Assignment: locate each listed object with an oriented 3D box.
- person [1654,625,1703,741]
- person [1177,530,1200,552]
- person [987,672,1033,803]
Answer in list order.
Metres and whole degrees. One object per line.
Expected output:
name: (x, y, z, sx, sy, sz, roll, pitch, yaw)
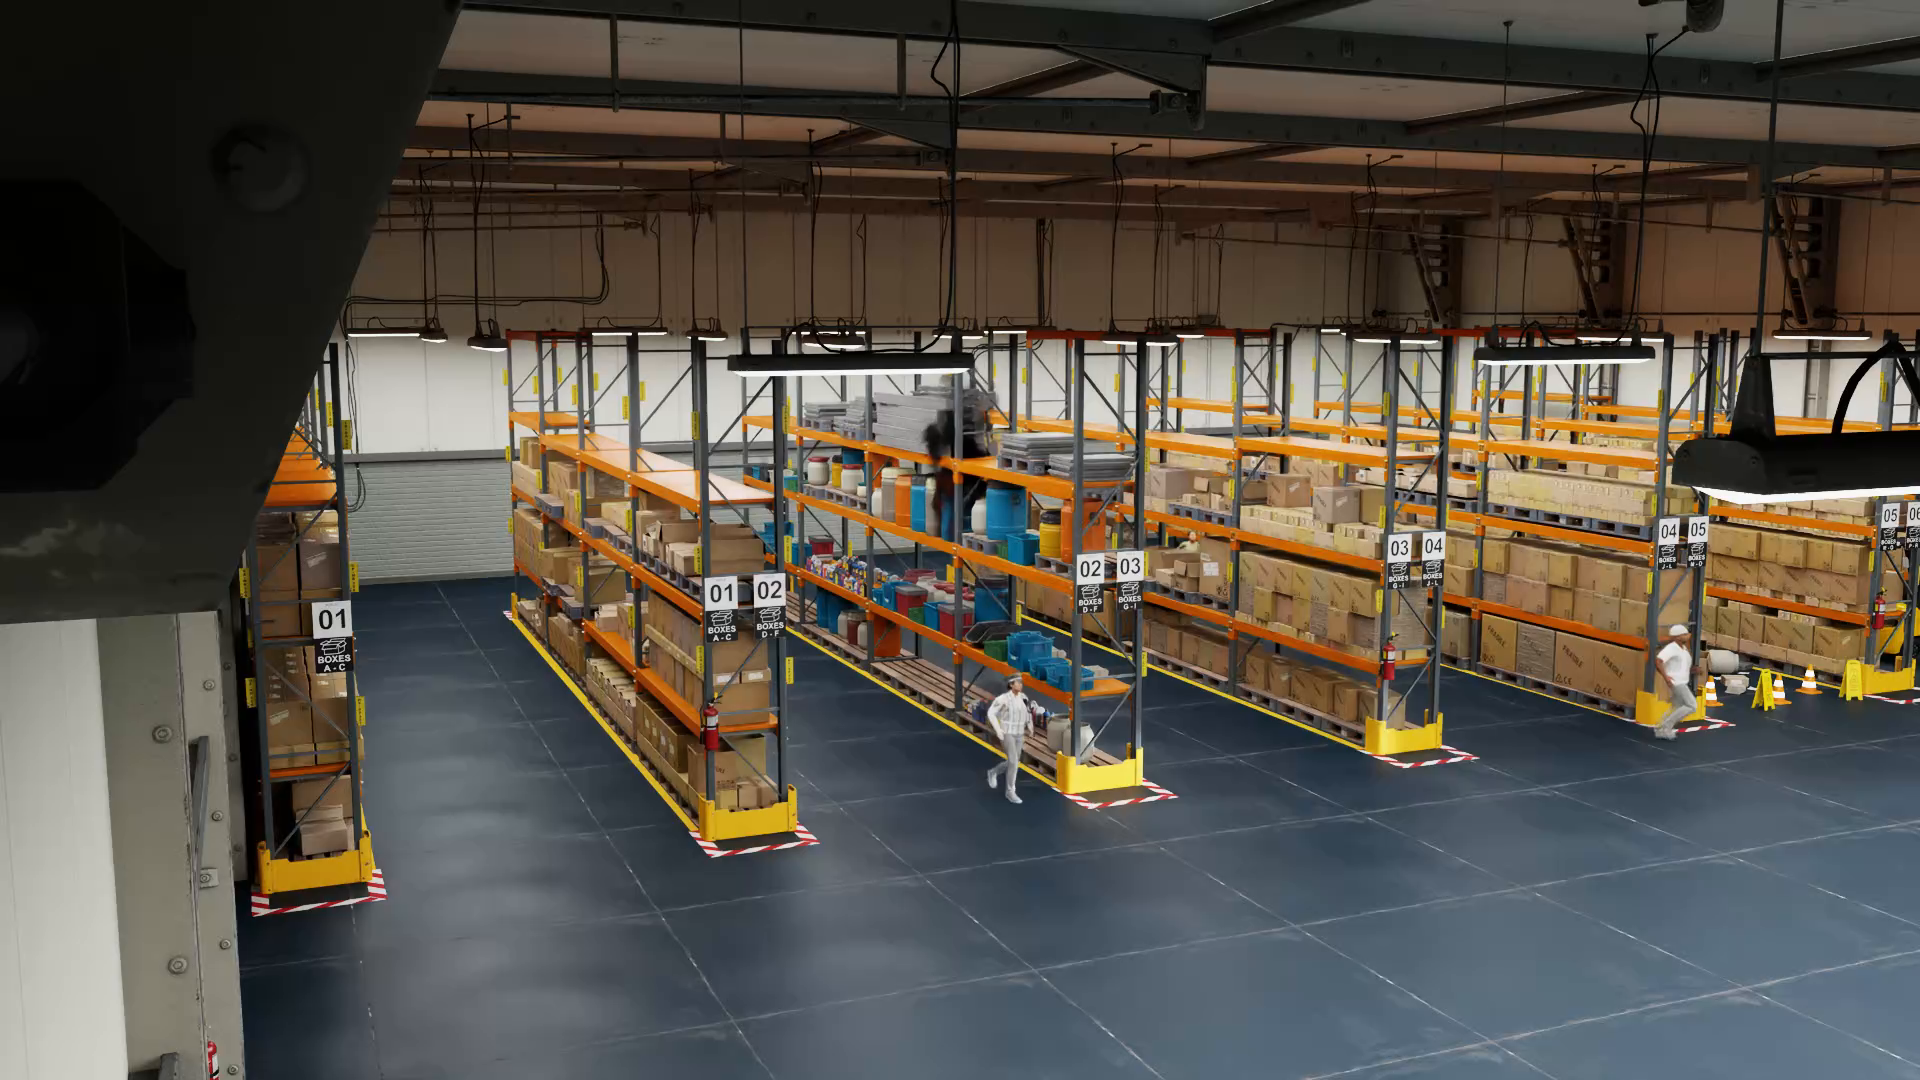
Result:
person: (10.674, 2.114, 24.672, 0.626, 1.718, 0.683, 5, 9, 33)
person: (5.025, 0.622, 36.048, 0.548, 1.701, 0.688, -3, 8, -22)
person: (0.662, 2.559, 21.874, 0.656, 1.676, 0.696, -7, 10, -40)
